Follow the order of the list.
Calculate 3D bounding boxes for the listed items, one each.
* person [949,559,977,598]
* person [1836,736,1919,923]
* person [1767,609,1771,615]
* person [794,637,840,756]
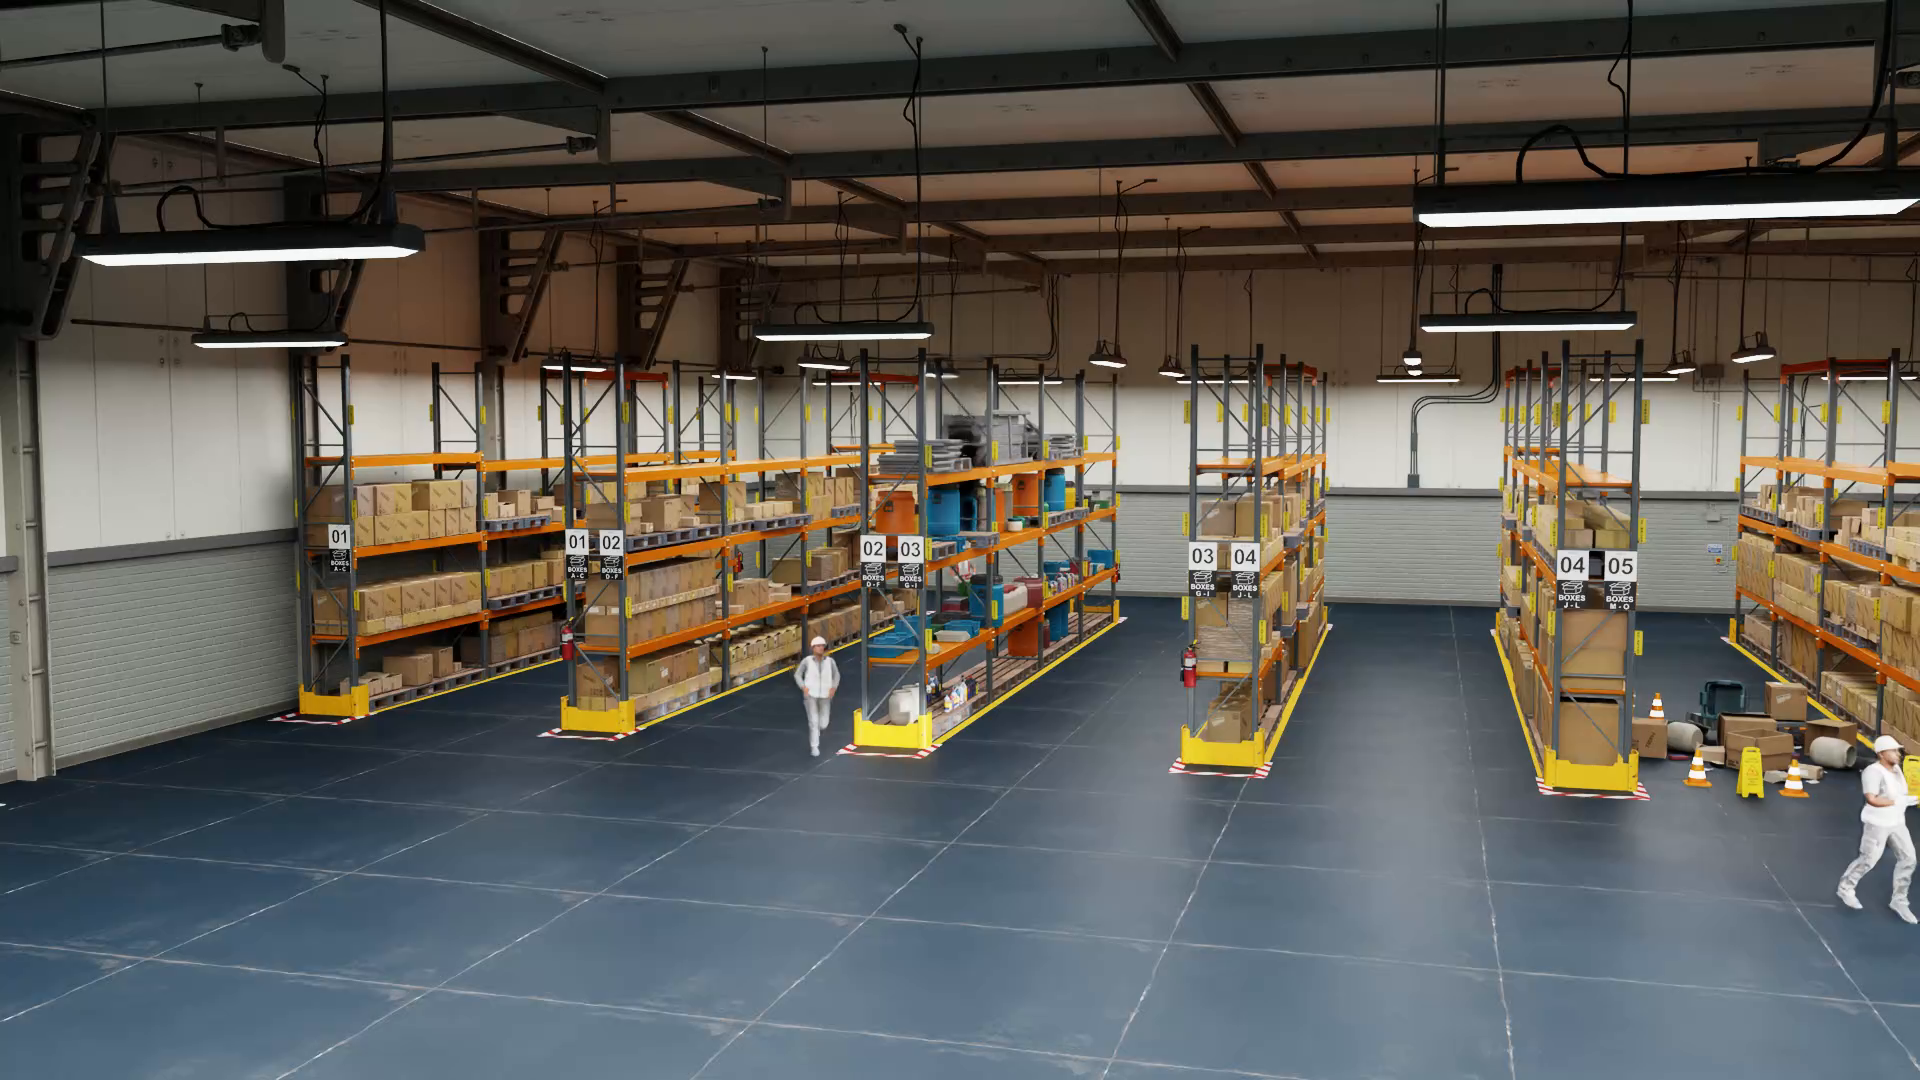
[{"bbox_3d":[0.087,1.044,41.377,0.683,1.721,0.639,-1,4,-7],"label":"person"},{"bbox_3d":[9.185,2.866,16.581,0.704,1.849,0.798,-2,5,-30],"label":"person"},{"bbox_3d":[18.423,1.374,37.391,0.650,1.651,0.553,-3,5,-37],"label":"person"},{"bbox_3d":[-2.127,2.299,24.764,0.700,1.746,0.676,-1,5,-18],"label":"person"}]
